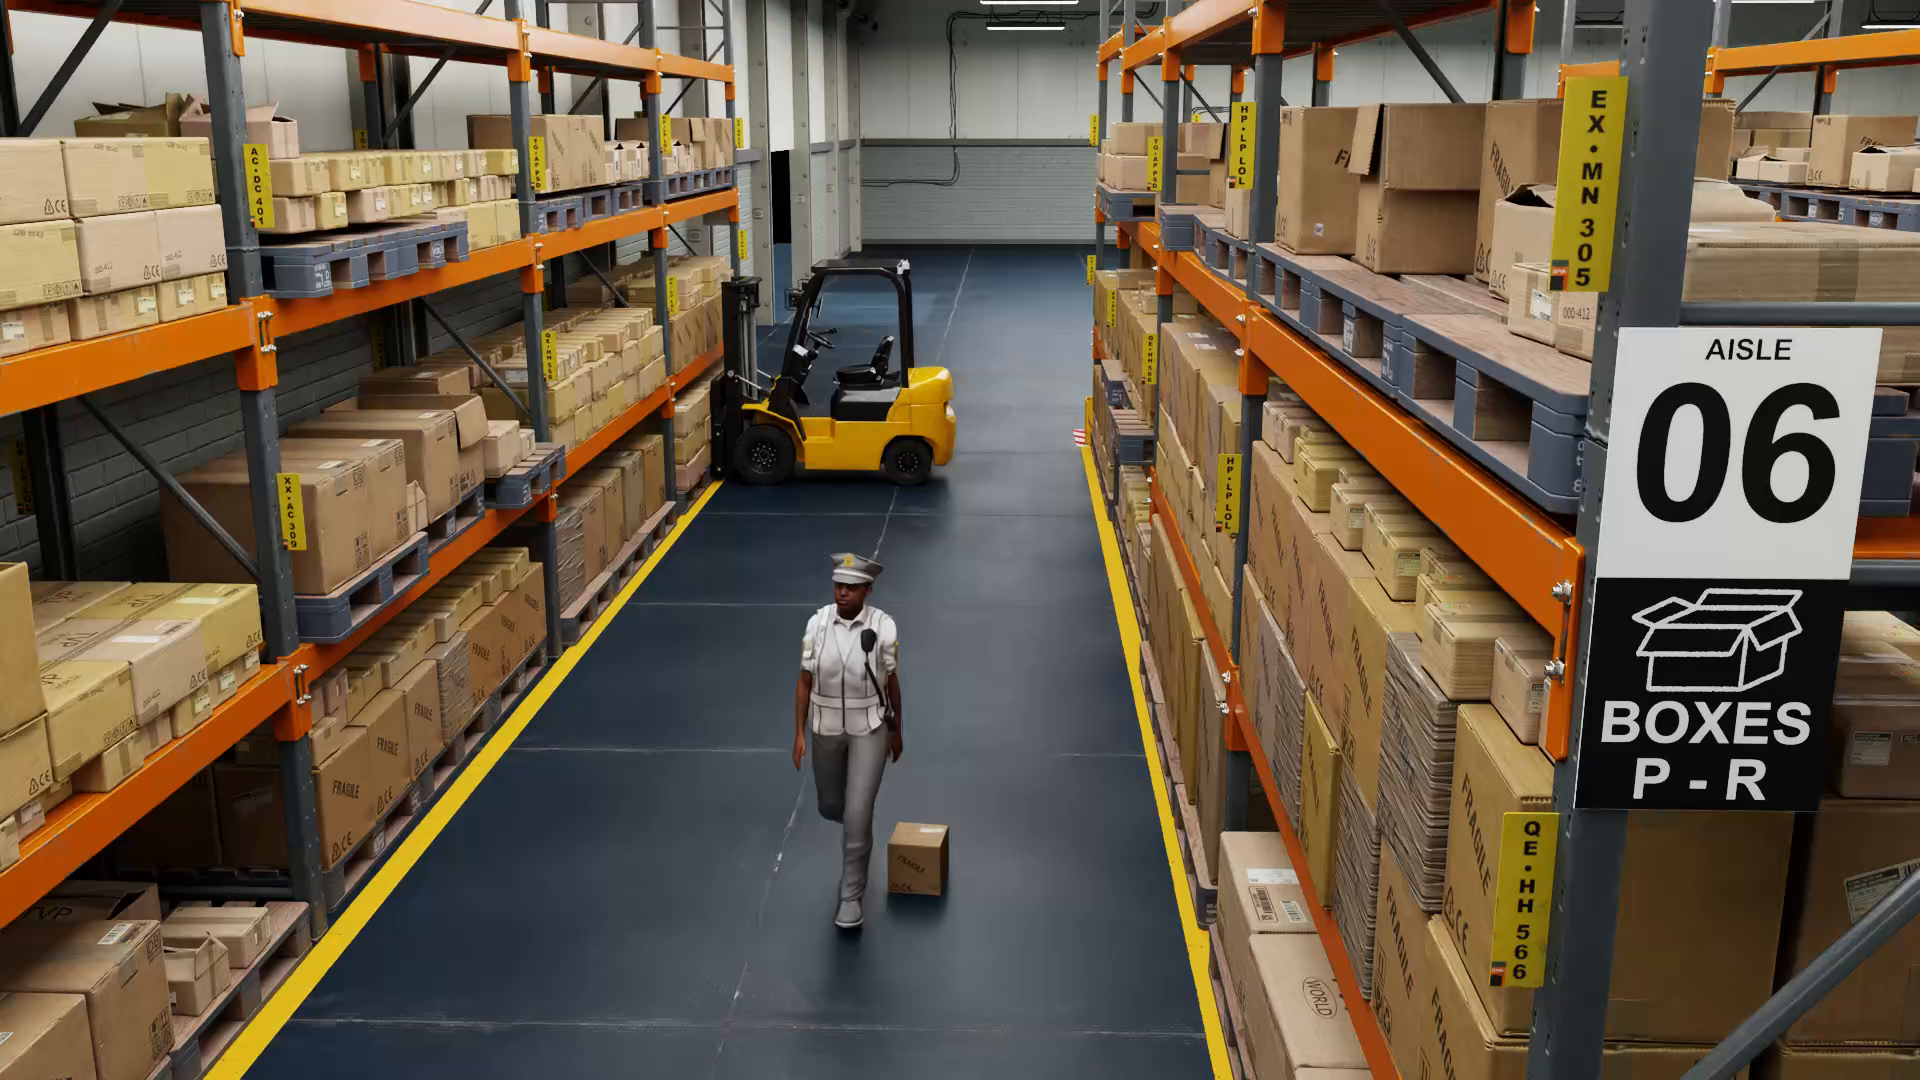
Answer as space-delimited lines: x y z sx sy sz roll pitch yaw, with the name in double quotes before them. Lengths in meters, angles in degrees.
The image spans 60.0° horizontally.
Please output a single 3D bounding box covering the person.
"person" -0.500 0.831 7.579 0.464 1.649 0.899 2 14 10
